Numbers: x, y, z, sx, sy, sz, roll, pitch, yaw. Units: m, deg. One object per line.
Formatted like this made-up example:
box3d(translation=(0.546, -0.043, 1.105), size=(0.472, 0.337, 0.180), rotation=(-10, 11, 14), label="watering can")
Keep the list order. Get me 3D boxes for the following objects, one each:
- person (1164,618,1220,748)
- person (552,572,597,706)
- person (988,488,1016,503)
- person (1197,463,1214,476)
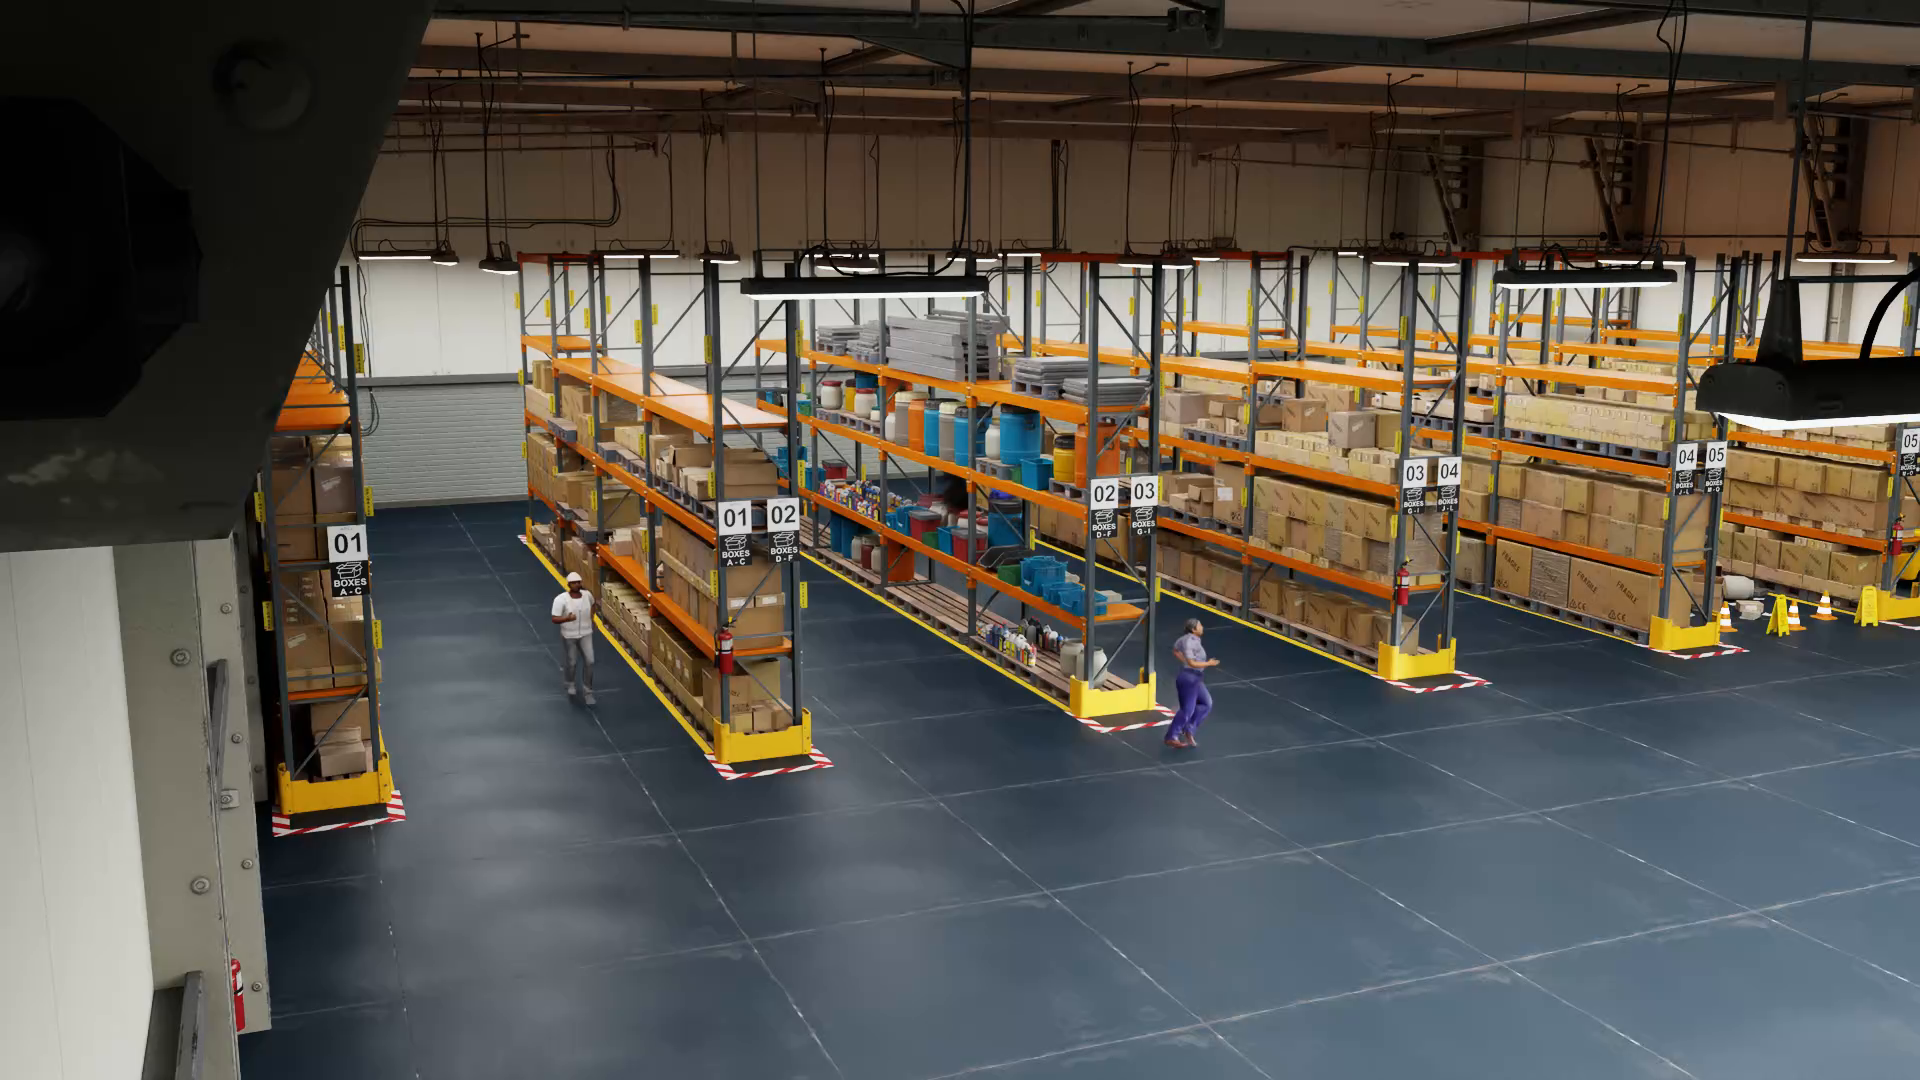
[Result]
box3d(translation=(2.904, 1.790, 20.823), size=(0.669, 1.658, 0.608), rotation=(1, 10, 7), label="person")
box3d(translation=(-5.253, 1.337, 22.796), size=(0.677, 1.823, 0.738), rotation=(-6, 12, -28), label="person")
box3d(translation=(0.877, -0.519, 33.523), size=(0.586, 1.613, 0.556), rotation=(-5, 11, -24), label="person")
box3d(translation=(6.377, -2.159, 42.201), size=(0.727, 1.633, 0.559), rotation=(-7, 12, -32), label="person")
